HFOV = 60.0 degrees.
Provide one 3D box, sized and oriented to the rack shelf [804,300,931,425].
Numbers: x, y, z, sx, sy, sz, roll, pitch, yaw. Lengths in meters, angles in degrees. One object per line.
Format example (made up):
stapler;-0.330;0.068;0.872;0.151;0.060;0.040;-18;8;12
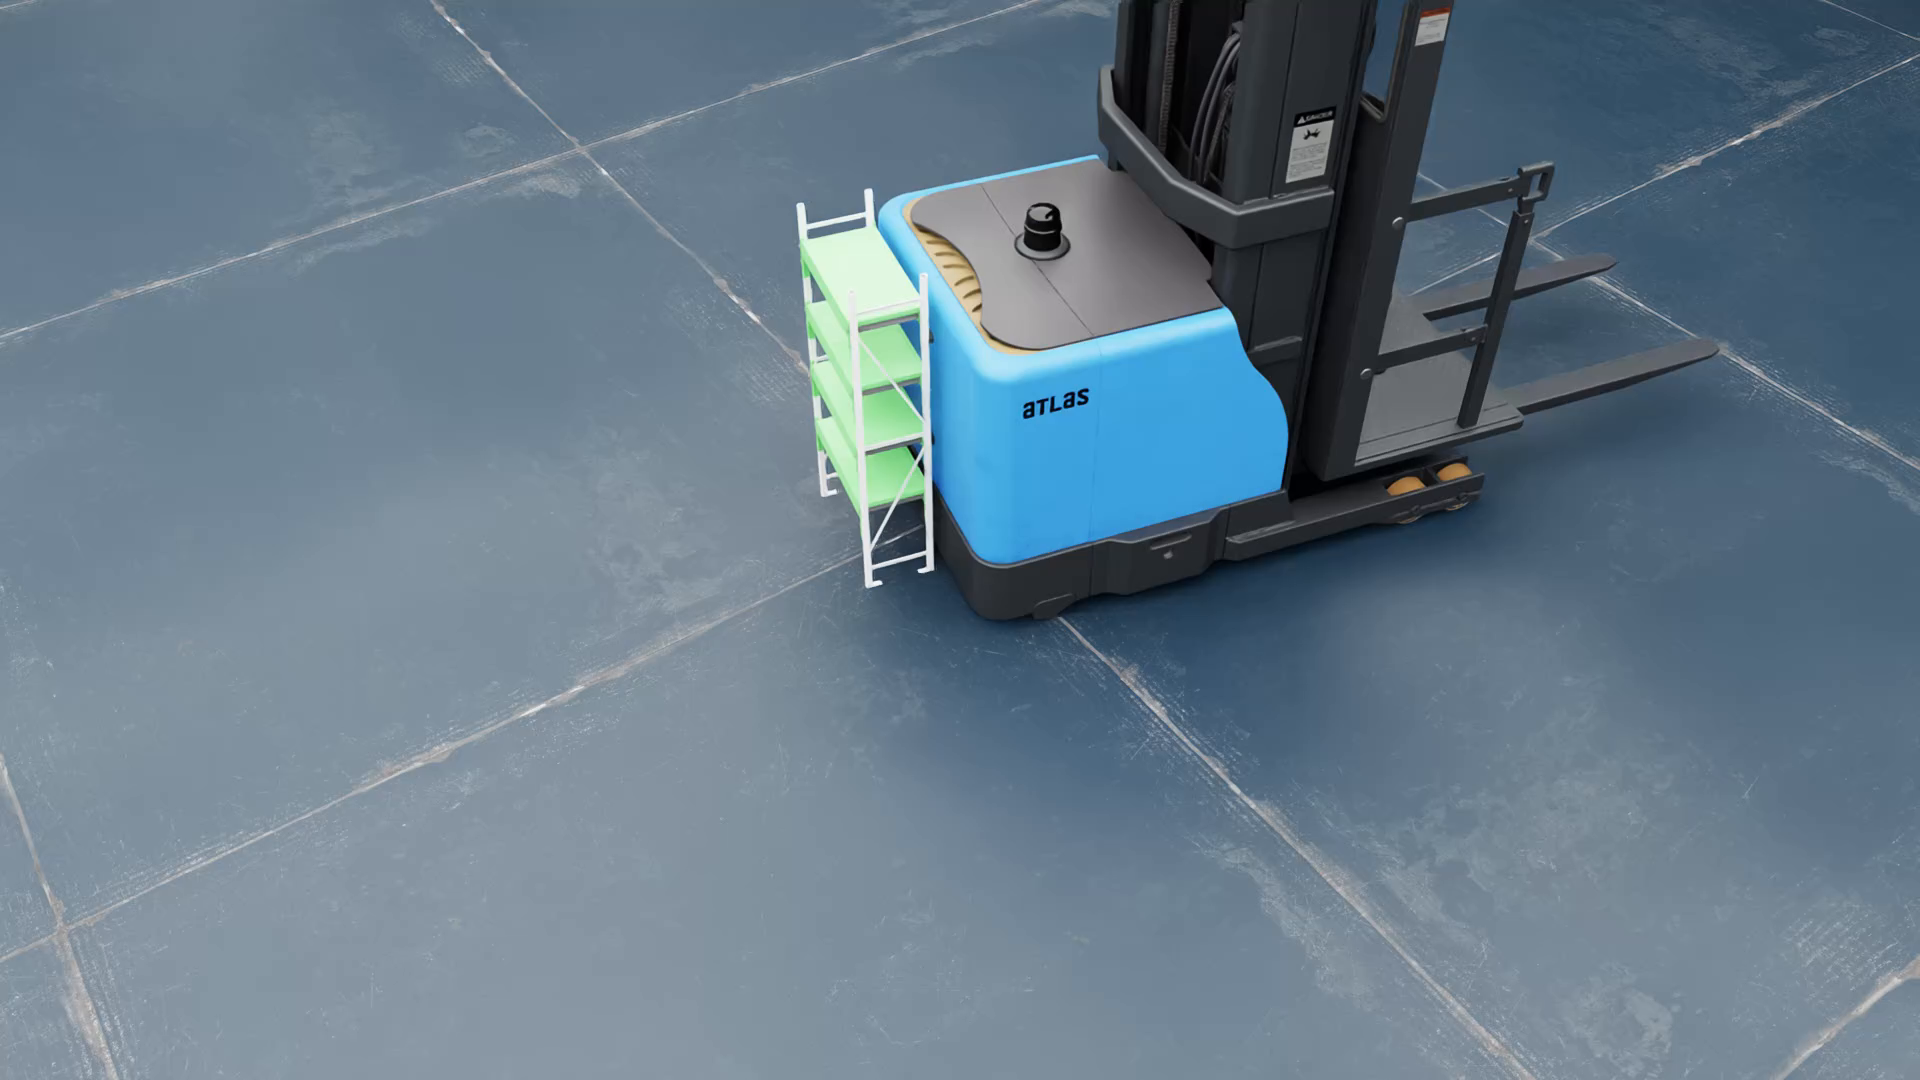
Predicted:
rack shelf;-0.295;-0.590;5.243;0.258;0.148;0.480;-15;46;-15

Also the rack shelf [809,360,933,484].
rack shelf;-0.294;-0.417;5.409;0.258;0.148;0.480;-15;46;-15

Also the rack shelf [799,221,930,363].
rack shelf;-0.296;-0.763;5.077;0.258;0.148;0.480;-15;46;-15

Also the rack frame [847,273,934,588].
rack frame;-0.206;-0.306;5.200;0.240;1.200;0.015;-15;46;-15

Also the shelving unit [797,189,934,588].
shelving unit;-0.294;-0.463;5.365;0.258;1.200;0.503;-15;46;-15

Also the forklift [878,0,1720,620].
forklift;1.292;-1.443;5.139;3.031;2.935;1.130;-15;46;-15

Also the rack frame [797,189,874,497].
rack frame;-0.382;-0.620;5.529;0.240;1.200;0.015;-15;46;-15

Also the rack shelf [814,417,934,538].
rack shelf;-0.293;-0.243;5.575;0.258;0.148;0.480;-15;46;-15
